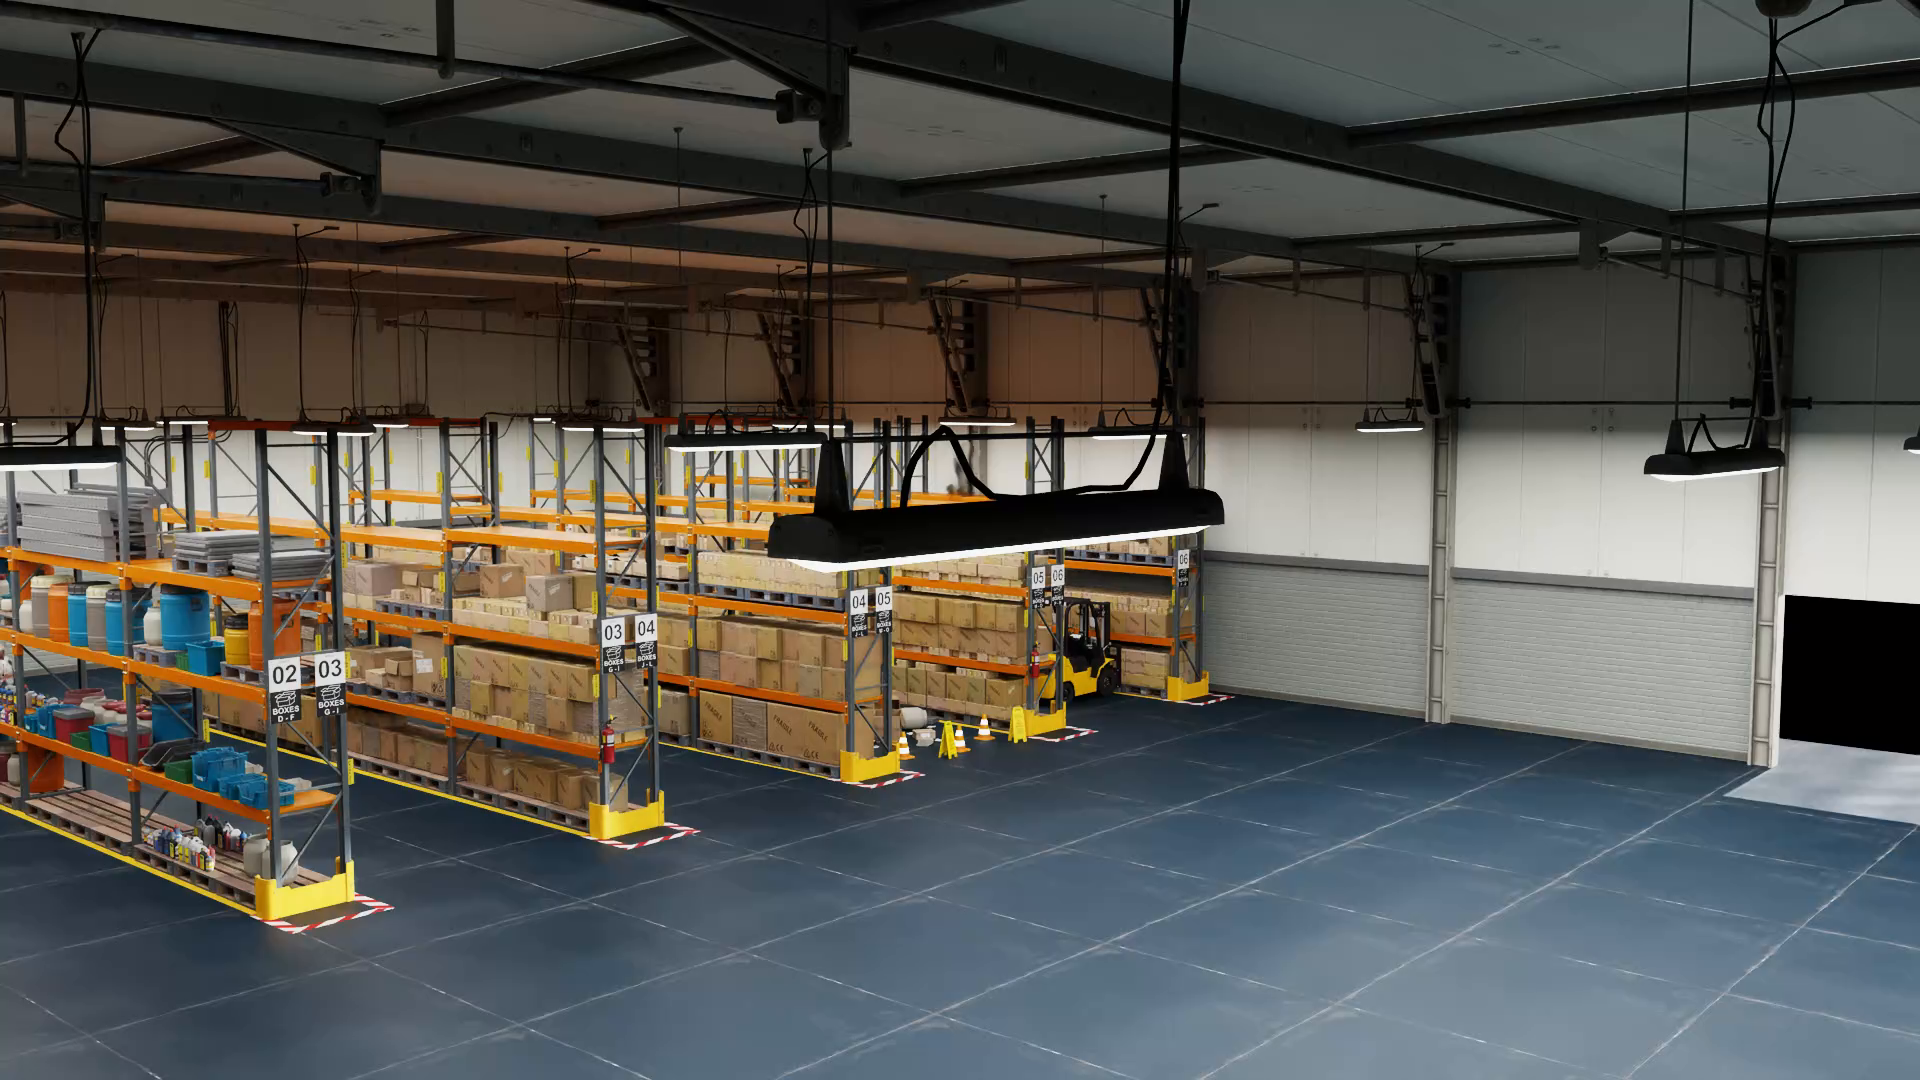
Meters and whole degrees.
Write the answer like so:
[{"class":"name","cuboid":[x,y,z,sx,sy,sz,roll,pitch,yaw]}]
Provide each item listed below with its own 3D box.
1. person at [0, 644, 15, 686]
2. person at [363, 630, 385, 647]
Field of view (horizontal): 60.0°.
[{"class":"person","cuboid":[-18.429,2.844,31.980,0.736,1.739,0.522,4,6,39]},{"class":"person","cuboid":[-14.242,2.149,40.249,0.661,1.719,1.091,2,5,18]}]
